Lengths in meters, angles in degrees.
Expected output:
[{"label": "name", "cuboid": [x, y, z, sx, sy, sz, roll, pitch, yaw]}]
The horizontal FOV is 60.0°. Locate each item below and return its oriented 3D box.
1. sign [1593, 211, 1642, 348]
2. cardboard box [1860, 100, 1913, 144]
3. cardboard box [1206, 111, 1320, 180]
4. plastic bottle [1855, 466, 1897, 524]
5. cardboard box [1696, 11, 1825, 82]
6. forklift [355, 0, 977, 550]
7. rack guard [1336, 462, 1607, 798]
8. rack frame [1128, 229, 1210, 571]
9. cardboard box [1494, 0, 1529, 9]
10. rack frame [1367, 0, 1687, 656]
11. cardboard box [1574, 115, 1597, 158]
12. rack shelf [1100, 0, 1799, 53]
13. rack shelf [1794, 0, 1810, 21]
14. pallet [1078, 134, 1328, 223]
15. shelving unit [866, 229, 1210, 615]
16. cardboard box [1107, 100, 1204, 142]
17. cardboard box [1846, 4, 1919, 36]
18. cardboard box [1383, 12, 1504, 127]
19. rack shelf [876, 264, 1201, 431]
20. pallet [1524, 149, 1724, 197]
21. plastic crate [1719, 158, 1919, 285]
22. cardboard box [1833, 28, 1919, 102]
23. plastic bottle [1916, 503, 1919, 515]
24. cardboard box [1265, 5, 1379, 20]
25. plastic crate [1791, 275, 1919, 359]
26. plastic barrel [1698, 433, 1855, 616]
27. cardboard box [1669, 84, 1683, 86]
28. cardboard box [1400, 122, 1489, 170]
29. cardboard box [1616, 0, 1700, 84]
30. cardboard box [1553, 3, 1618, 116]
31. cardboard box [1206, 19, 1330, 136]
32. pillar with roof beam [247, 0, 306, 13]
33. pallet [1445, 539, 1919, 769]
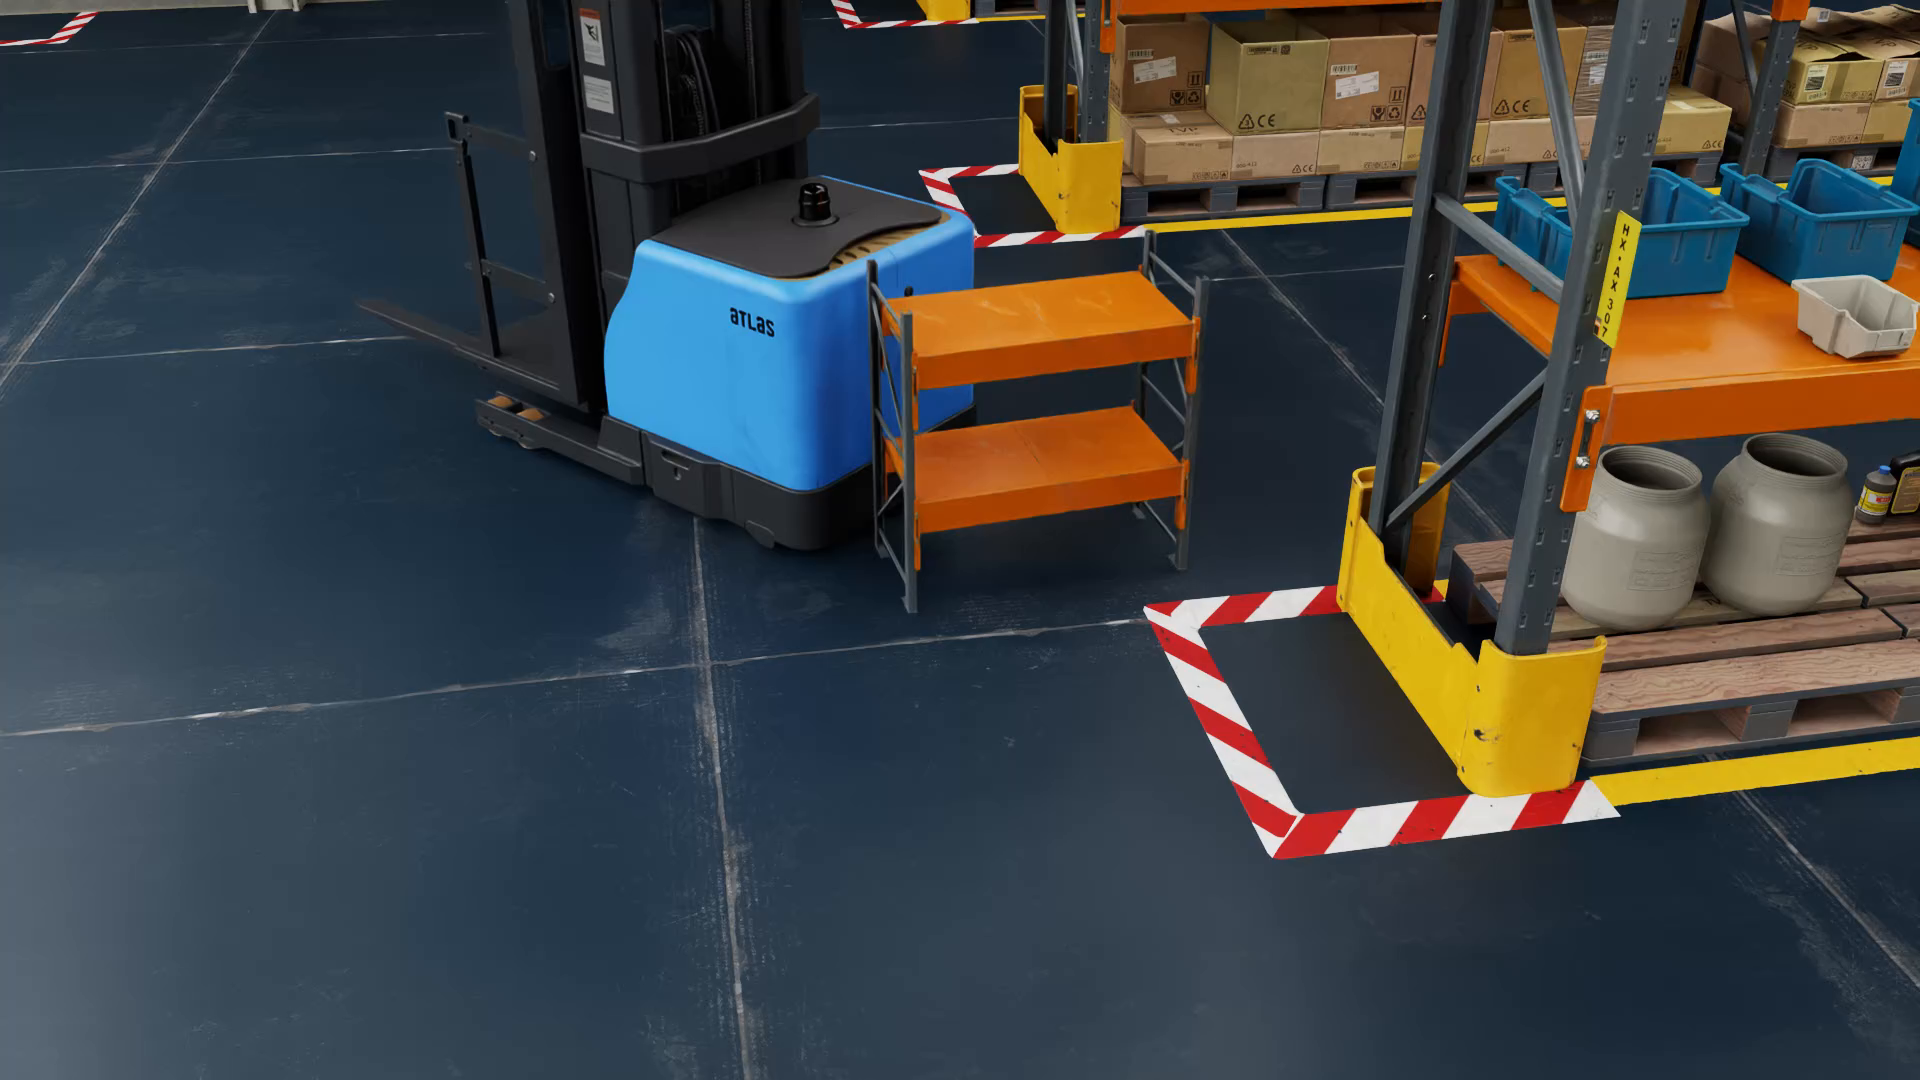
[{"label": "sign", "cuboid": [1.623, -0.642, 4.110, 0.005, 0.325, 0.100, -5, 31, -9]}, {"label": "cardboard box", "cuboid": [5.519, -2.588, 9.990, 0.500, 0.250, 0.500, -5, 31, -8]}, {"label": "cardboard box", "cuboid": [1.699, -2.249, 9.414, 0.500, 0.250, 0.500, -5, 31, -9]}, {"label": "plastic bottle", "cuboid": [3.256, -0.167, 5.902, 0.097, 0.201, 0.097, 0, 30, 0]}, {"label": "cardboard box", "cuboid": [4.921, -3.050, 10.223, 0.500, 0.311, 0.500, -5, 31, -9]}, {"label": "forklift", "cuboid": [-1.402, -1.826, 6.464, 3.031, 2.935, 1.130, 22, 37, 32]}, {"label": "rack guard", "cuboid": [1.595, 0.250, 5.332, 0.348, 0.500, 1.175, -5, 31, -9]}, {"label": "rack frame", "cuboid": [0.740, -0.495, 5.982, 0.032, 1.125, 0.500, -9, 32, -14]}, {"label": "cardboard box", "cuboid": [3.078, -2.974, 9.907, 0.500, 0.500, 0.500, -5, 31, -9]}, {"label": "rack frame", "cuboid": [1.528, -0.798, 4.647, 0.127, 3.000, 1.000, -5, 31, -9]}, {"label": "cardboard box", "cuboid": [3.664, -2.436, 9.733, 0.500, 0.250, 0.500, -5, 31, -9]}, {"label": "rack shelf", "cuboid": [2.607, -3.140, 9.341, 4.000, 0.370, 1.077, -5, 31, -9]}, {"label": "rack shelf", "cuboid": [6.542, -3.505, 9.962, 4.000, 0.370, 1.077, -5, 31, -9]}, {"label": "pallet", "cuboid": [1.385, -2.156, 9.709, 1.213, 0.211, 1.003, -5, 31, -9]}, {"label": "shelving unit", "cuboid": [0.253, -0.422, 5.857, 1.048, 1.125, 0.538, -9, 32, -14]}, {"label": "cardboard box", "cuboid": [1.114, -2.460, 9.772, 0.500, 0.250, 0.500, -5, 31, -9]}, {"label": "cardboard box", "cuboid": [5.923, -3.145, 10.385, 0.500, 0.311, 0.500, -5, 31, -9]}, {"label": "cardboard box", "cuboid": [2.683, -2.660, 9.373, 0.500, 0.500, 0.500, -5, 31, -9]}, {"label": "rack shelf", "cuboid": [0.253, -0.674, 5.709, 1.000, 0.278, 0.538, -9, 32, -14]}, {"label": "pallet", "cuboid": [3.785, -2.379, 10.088, 1.213, 0.211, 1.003, -5, 31, -9]}, {"label": "plastic crate", "cuboid": [2.607, -0.985, 5.112, 0.408, 0.251, 0.499, -5, 31, -9]}, {"label": "cardboard box", "cuboid": [5.519, -2.827, 9.843, 0.500, 0.311, 0.500, -6, 31, -10]}, {"label": "plastic bottle", "cuboid": [3.509, -0.209, 5.899, 0.135, 0.276, 0.152, -5, 31, -9]}, {"label": "cardboard box", "cuboid": [2.095, -2.883, 9.751, 0.500, 0.500, 0.500, -5, 31, -9]}, {"label": "plastic crate", "cuboid": [2.467, -0.605, 4.580, 0.250, 0.136, 0.298, -5, 31, -9]}, {"label": "plastic barrel", "cuboid": [2.655, -0.050, 5.416, 0.421, 0.512, 0.421, 0, 30, 0]}, {"label": "cardboard box", "cuboid": [4.064, -2.737, 10.244, 0.500, 0.250, 0.500, -5, 31, -9]}, {"label": "cardboard box", "cuboid": [2.683, -2.337, 9.564, 0.500, 0.250, 0.500, -5, 31, -9]}, {"label": "cardboard box", "cuboid": [4.062, -3.066, 10.063, 0.500, 0.500, 0.500, -5, 31, -9]}, {"label": "cardboard box", "cuboid": [3.664, -2.761, 9.544, 0.500, 0.500, 0.500, -5, 31, -9]}, {"label": "cardboard box", "cuboid": [1.699, -2.571, 9.222, 0.500, 0.500, 0.500, -5, 31, -9]}, {"label": "pillar with roof beam", "cuboid": [-4.850, -6.124, 7.787, 0.400, 9.000, 9.100, -5, 31, -9]}, {"label": "pallet", "cuboid": [2.395, 0.303, 5.527, 1.213, 0.211, 1.003, -5, 31, -9]}]
